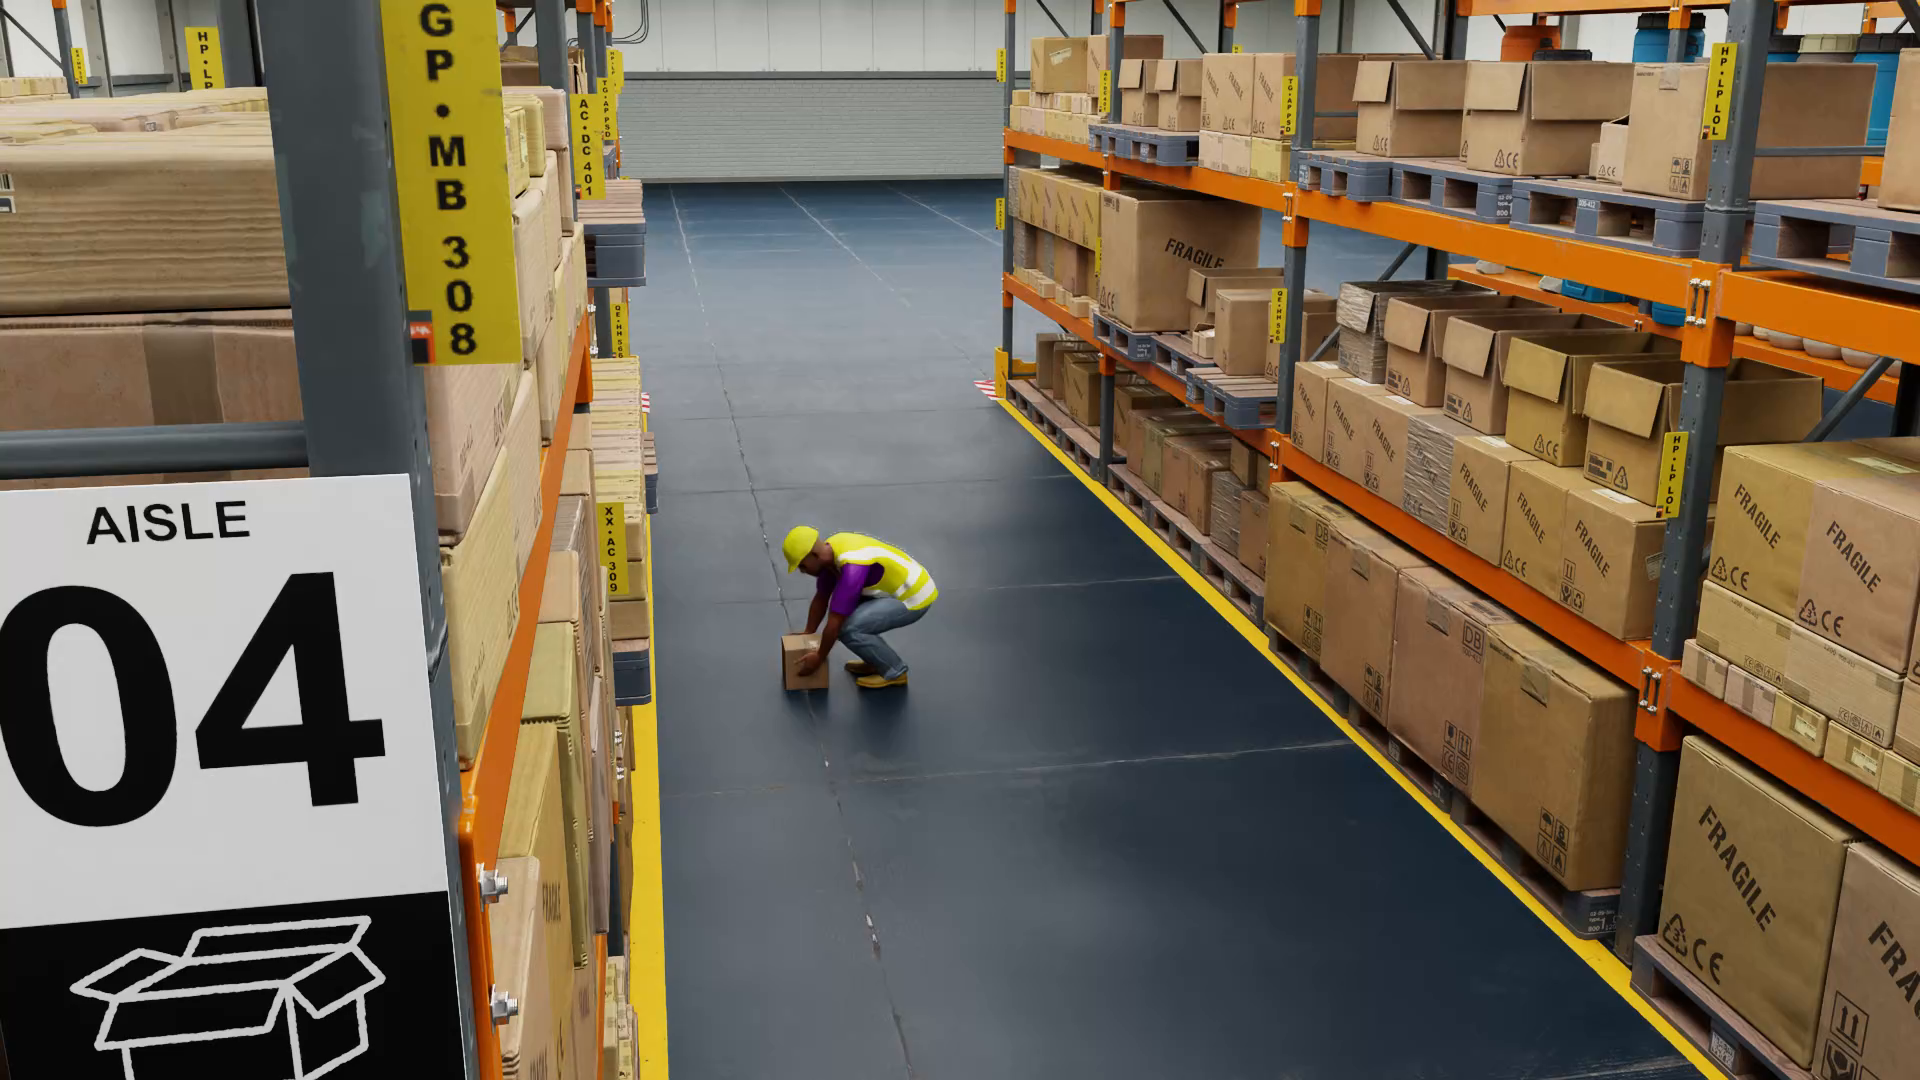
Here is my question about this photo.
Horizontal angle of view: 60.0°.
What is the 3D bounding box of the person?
[{"bbox_3d":[-0.575,0.366,9.657,0.892,0.976,0.581,-3,17,-11],"label":"person"}]
